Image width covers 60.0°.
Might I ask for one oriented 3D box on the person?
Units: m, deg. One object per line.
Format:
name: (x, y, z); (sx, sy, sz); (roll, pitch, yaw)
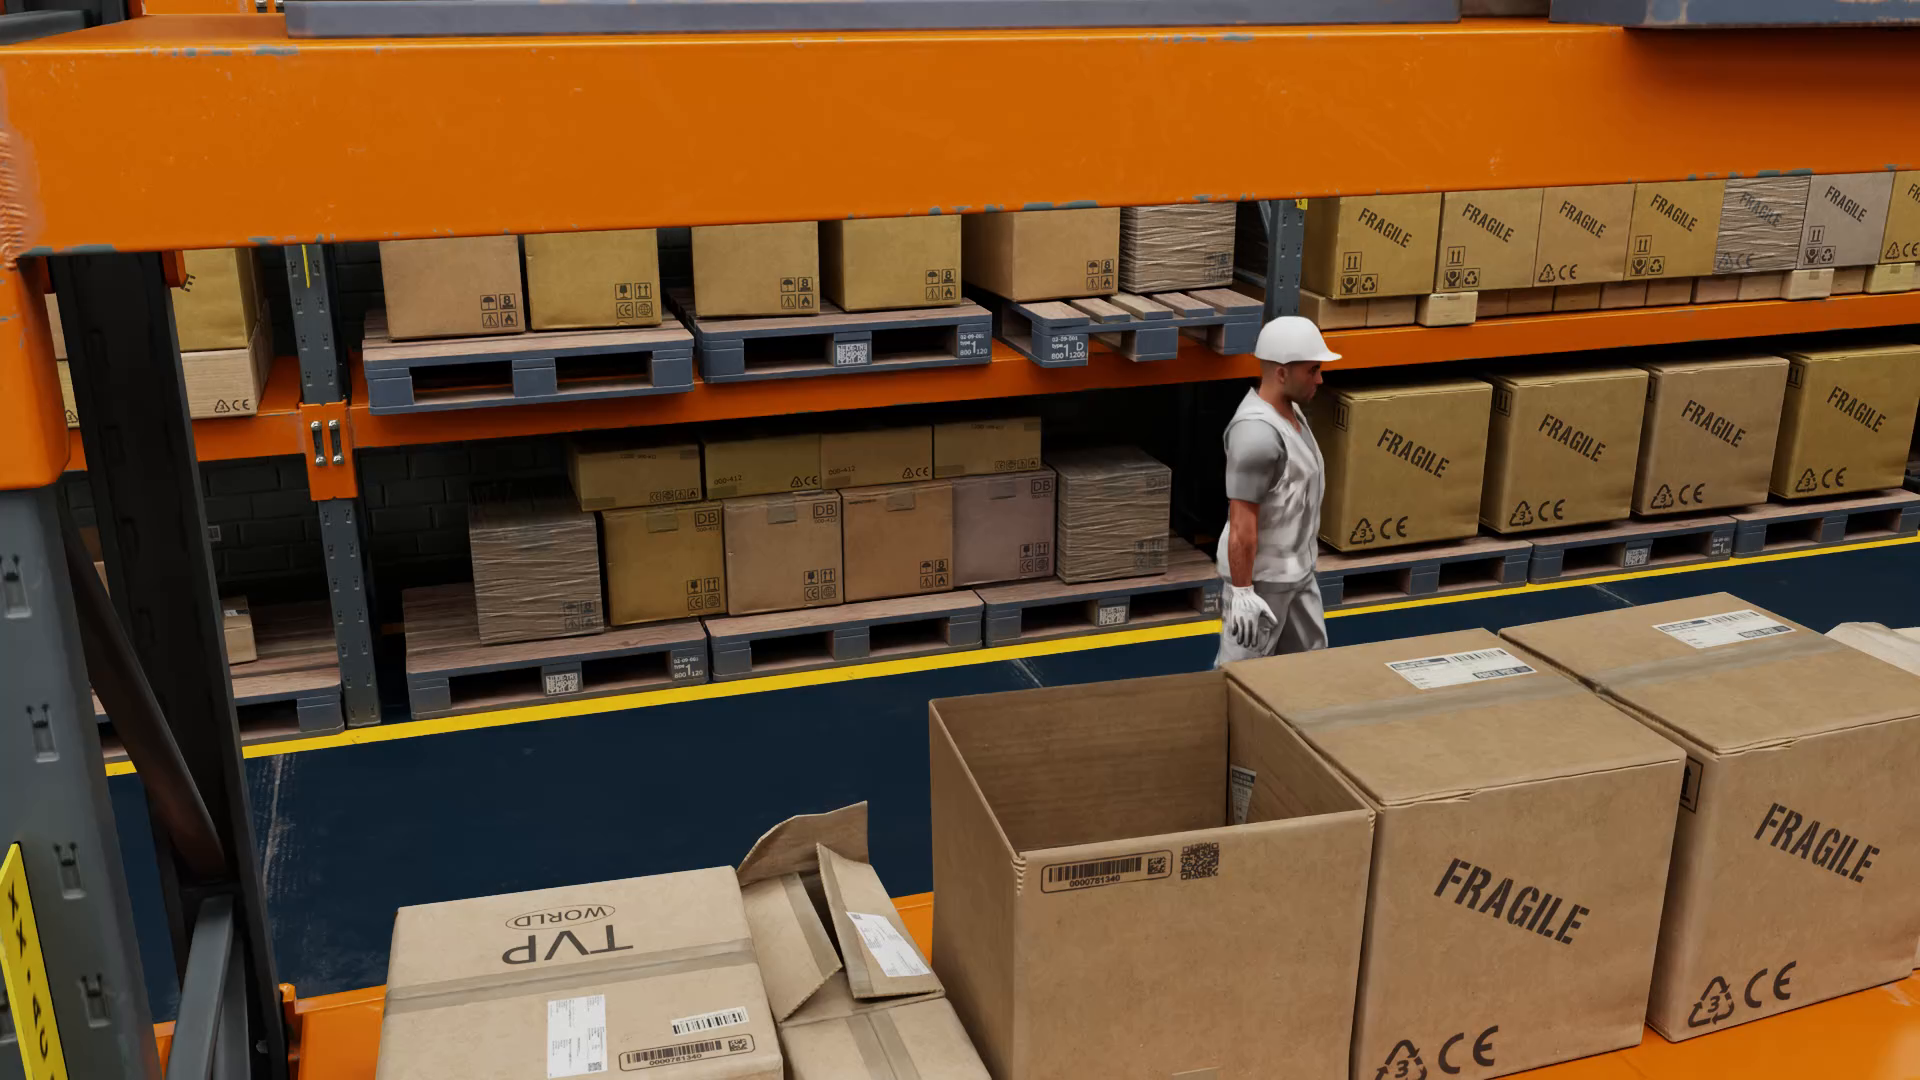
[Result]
person: (1.165, 0.140, 5.589); (0.726, 1.773, 0.577); (9, 21, 24)
